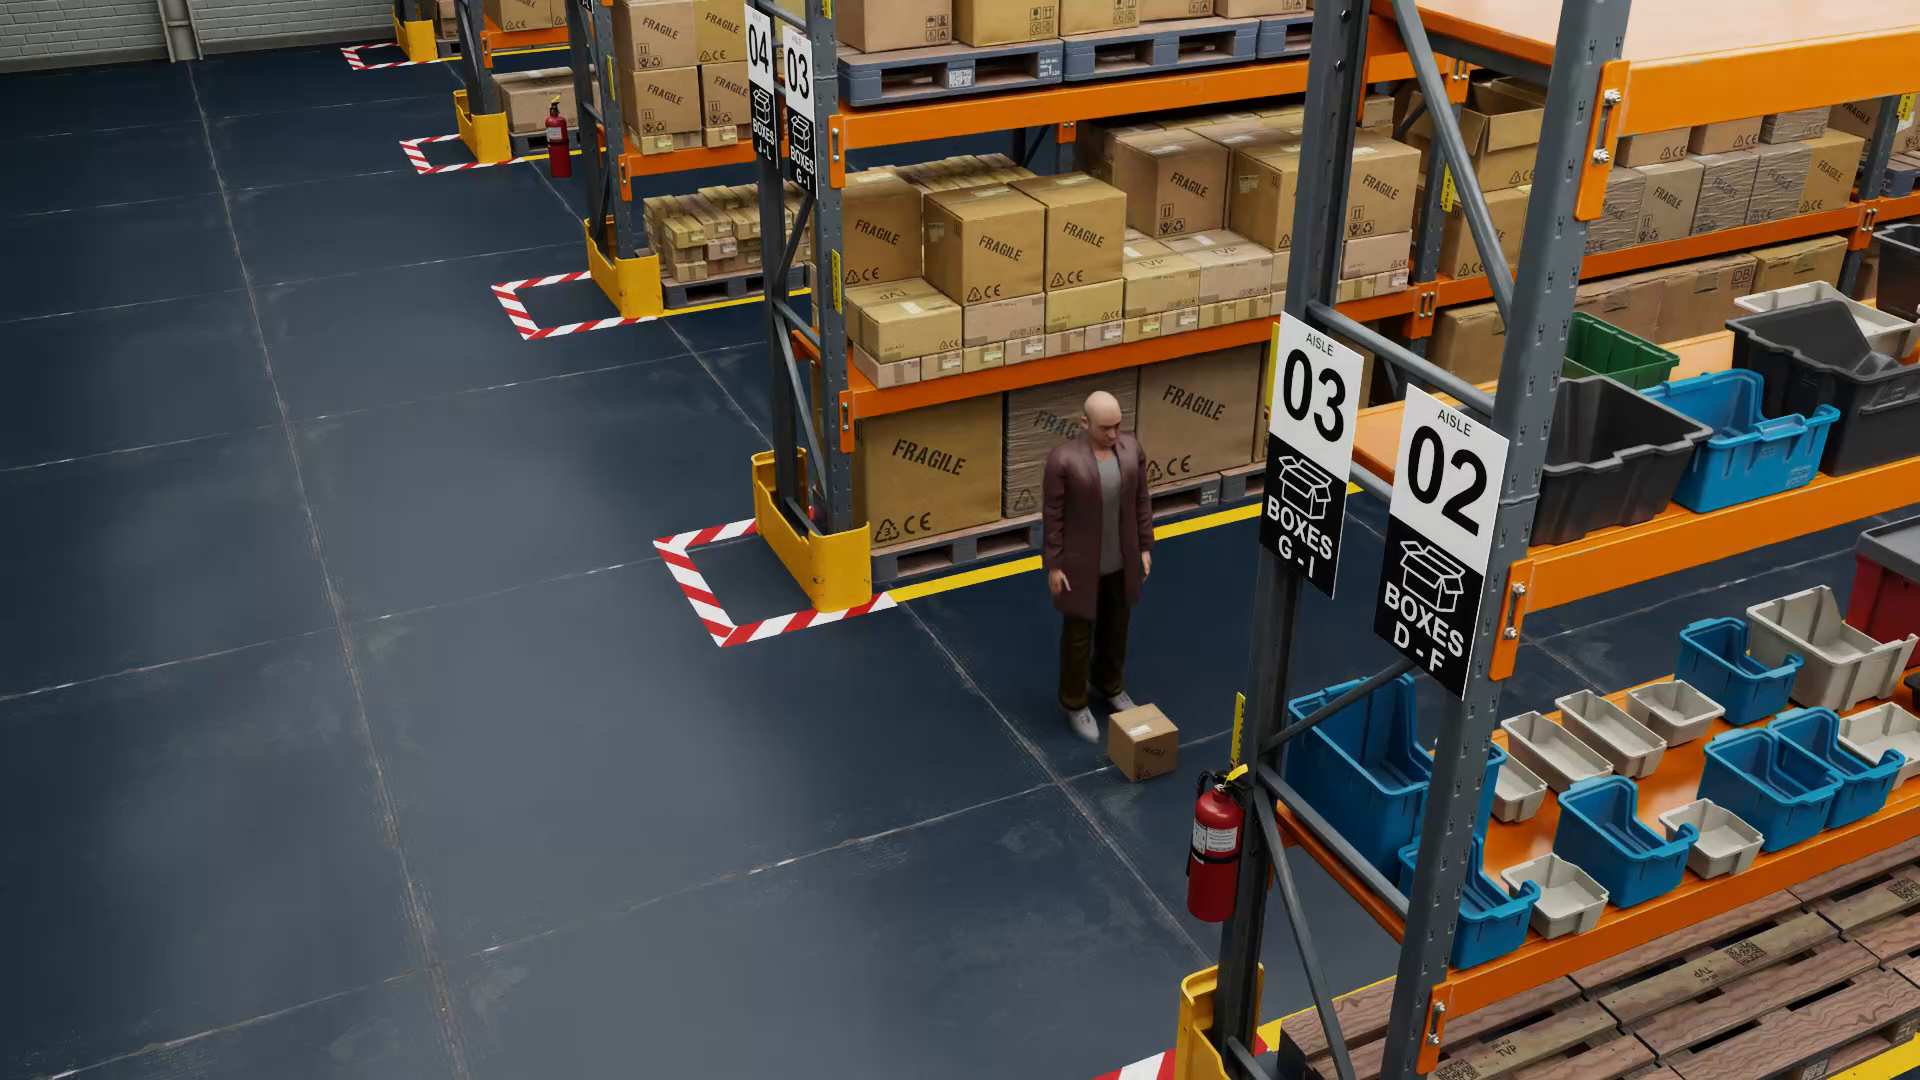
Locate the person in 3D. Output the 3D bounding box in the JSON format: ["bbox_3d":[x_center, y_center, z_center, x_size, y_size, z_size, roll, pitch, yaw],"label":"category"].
[{"bbox_3d":[0.711,0.124,8.258,0.578,1.796,0.411,-12,31,-21],"label":"person"}]
